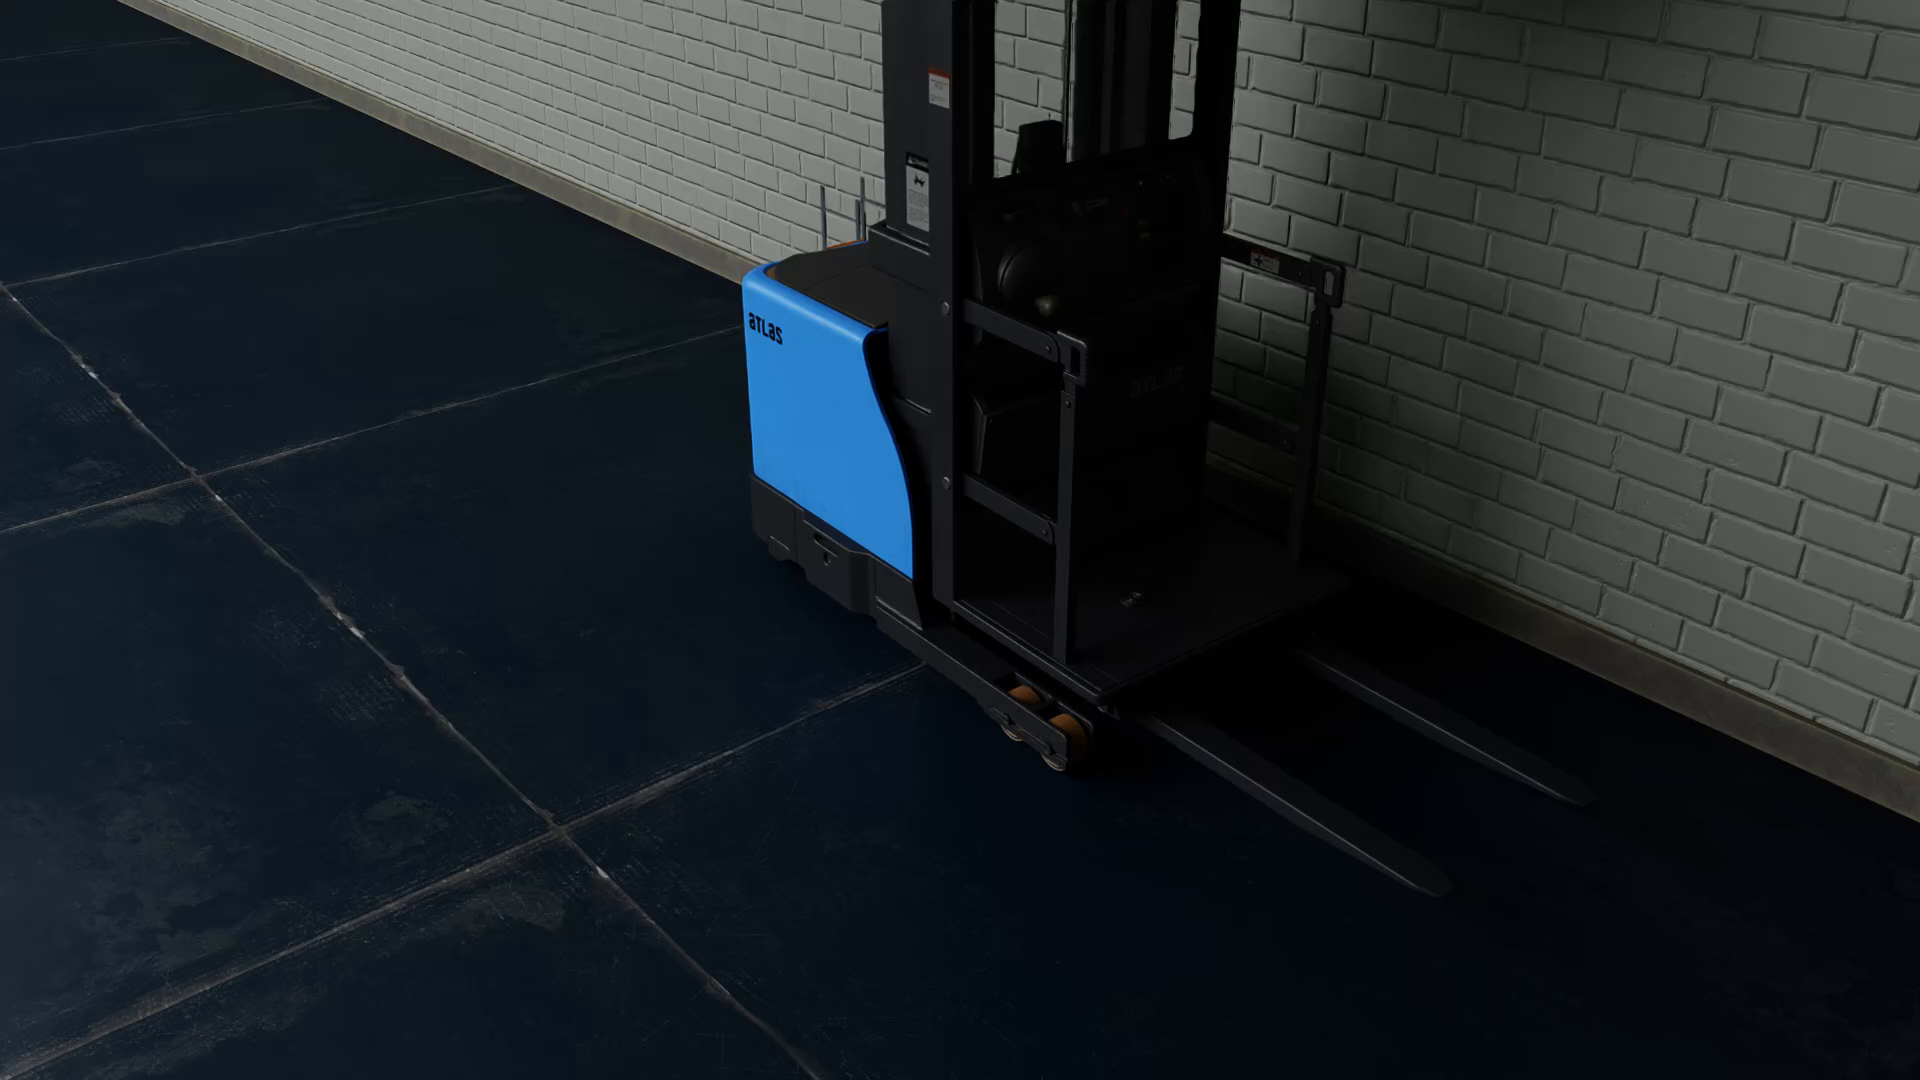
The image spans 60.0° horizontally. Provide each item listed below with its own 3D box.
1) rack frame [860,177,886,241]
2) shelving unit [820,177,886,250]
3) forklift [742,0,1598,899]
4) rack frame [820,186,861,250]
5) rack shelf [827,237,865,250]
[{"bbox_3d":[-0.298,-0.794,6.462,0.006,1.200,0.240,-21,35,-34],"label":"rack frame"},{"bbox_3d":[-0.369,-0.766,6.411,0.189,1.200,0.258,-21,35,-34],"label":"shelving unit"},{"bbox_3d":[0.530,-0.869,4.767,1.130,2.935,3.031,-20,34,-33],"label":"forklift"},{"bbox_3d":[-0.440,-0.739,6.360,0.006,1.200,0.240,-21,35,-34],"label":"rack frame"},{"bbox_3d":[-0.369,-1.045,6.263,0.180,0.103,0.258,-21,35,-34],"label":"rack shelf"}]
